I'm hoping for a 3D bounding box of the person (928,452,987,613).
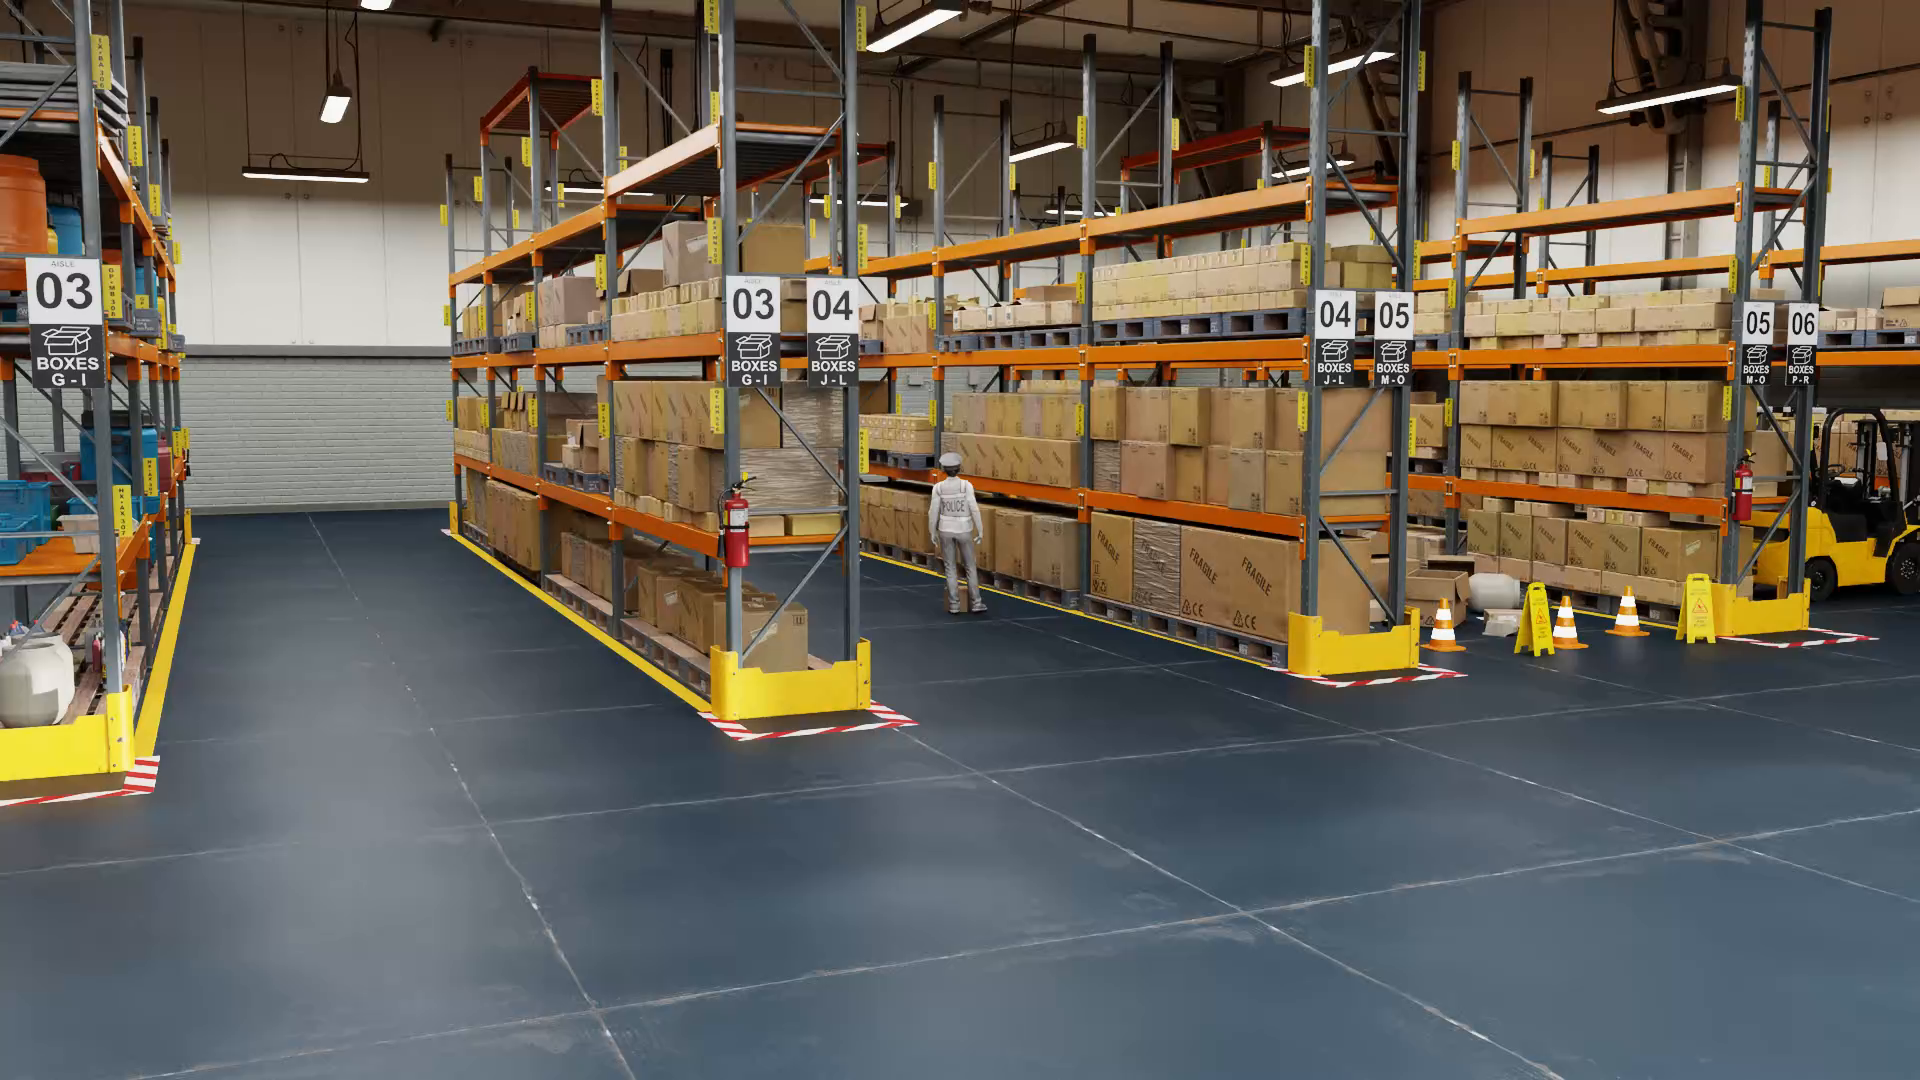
[{"bbox_3d":[-0.033,-0.078,17.544,0.588,1.697,0.534,1,6,9],"label":"person"}]
